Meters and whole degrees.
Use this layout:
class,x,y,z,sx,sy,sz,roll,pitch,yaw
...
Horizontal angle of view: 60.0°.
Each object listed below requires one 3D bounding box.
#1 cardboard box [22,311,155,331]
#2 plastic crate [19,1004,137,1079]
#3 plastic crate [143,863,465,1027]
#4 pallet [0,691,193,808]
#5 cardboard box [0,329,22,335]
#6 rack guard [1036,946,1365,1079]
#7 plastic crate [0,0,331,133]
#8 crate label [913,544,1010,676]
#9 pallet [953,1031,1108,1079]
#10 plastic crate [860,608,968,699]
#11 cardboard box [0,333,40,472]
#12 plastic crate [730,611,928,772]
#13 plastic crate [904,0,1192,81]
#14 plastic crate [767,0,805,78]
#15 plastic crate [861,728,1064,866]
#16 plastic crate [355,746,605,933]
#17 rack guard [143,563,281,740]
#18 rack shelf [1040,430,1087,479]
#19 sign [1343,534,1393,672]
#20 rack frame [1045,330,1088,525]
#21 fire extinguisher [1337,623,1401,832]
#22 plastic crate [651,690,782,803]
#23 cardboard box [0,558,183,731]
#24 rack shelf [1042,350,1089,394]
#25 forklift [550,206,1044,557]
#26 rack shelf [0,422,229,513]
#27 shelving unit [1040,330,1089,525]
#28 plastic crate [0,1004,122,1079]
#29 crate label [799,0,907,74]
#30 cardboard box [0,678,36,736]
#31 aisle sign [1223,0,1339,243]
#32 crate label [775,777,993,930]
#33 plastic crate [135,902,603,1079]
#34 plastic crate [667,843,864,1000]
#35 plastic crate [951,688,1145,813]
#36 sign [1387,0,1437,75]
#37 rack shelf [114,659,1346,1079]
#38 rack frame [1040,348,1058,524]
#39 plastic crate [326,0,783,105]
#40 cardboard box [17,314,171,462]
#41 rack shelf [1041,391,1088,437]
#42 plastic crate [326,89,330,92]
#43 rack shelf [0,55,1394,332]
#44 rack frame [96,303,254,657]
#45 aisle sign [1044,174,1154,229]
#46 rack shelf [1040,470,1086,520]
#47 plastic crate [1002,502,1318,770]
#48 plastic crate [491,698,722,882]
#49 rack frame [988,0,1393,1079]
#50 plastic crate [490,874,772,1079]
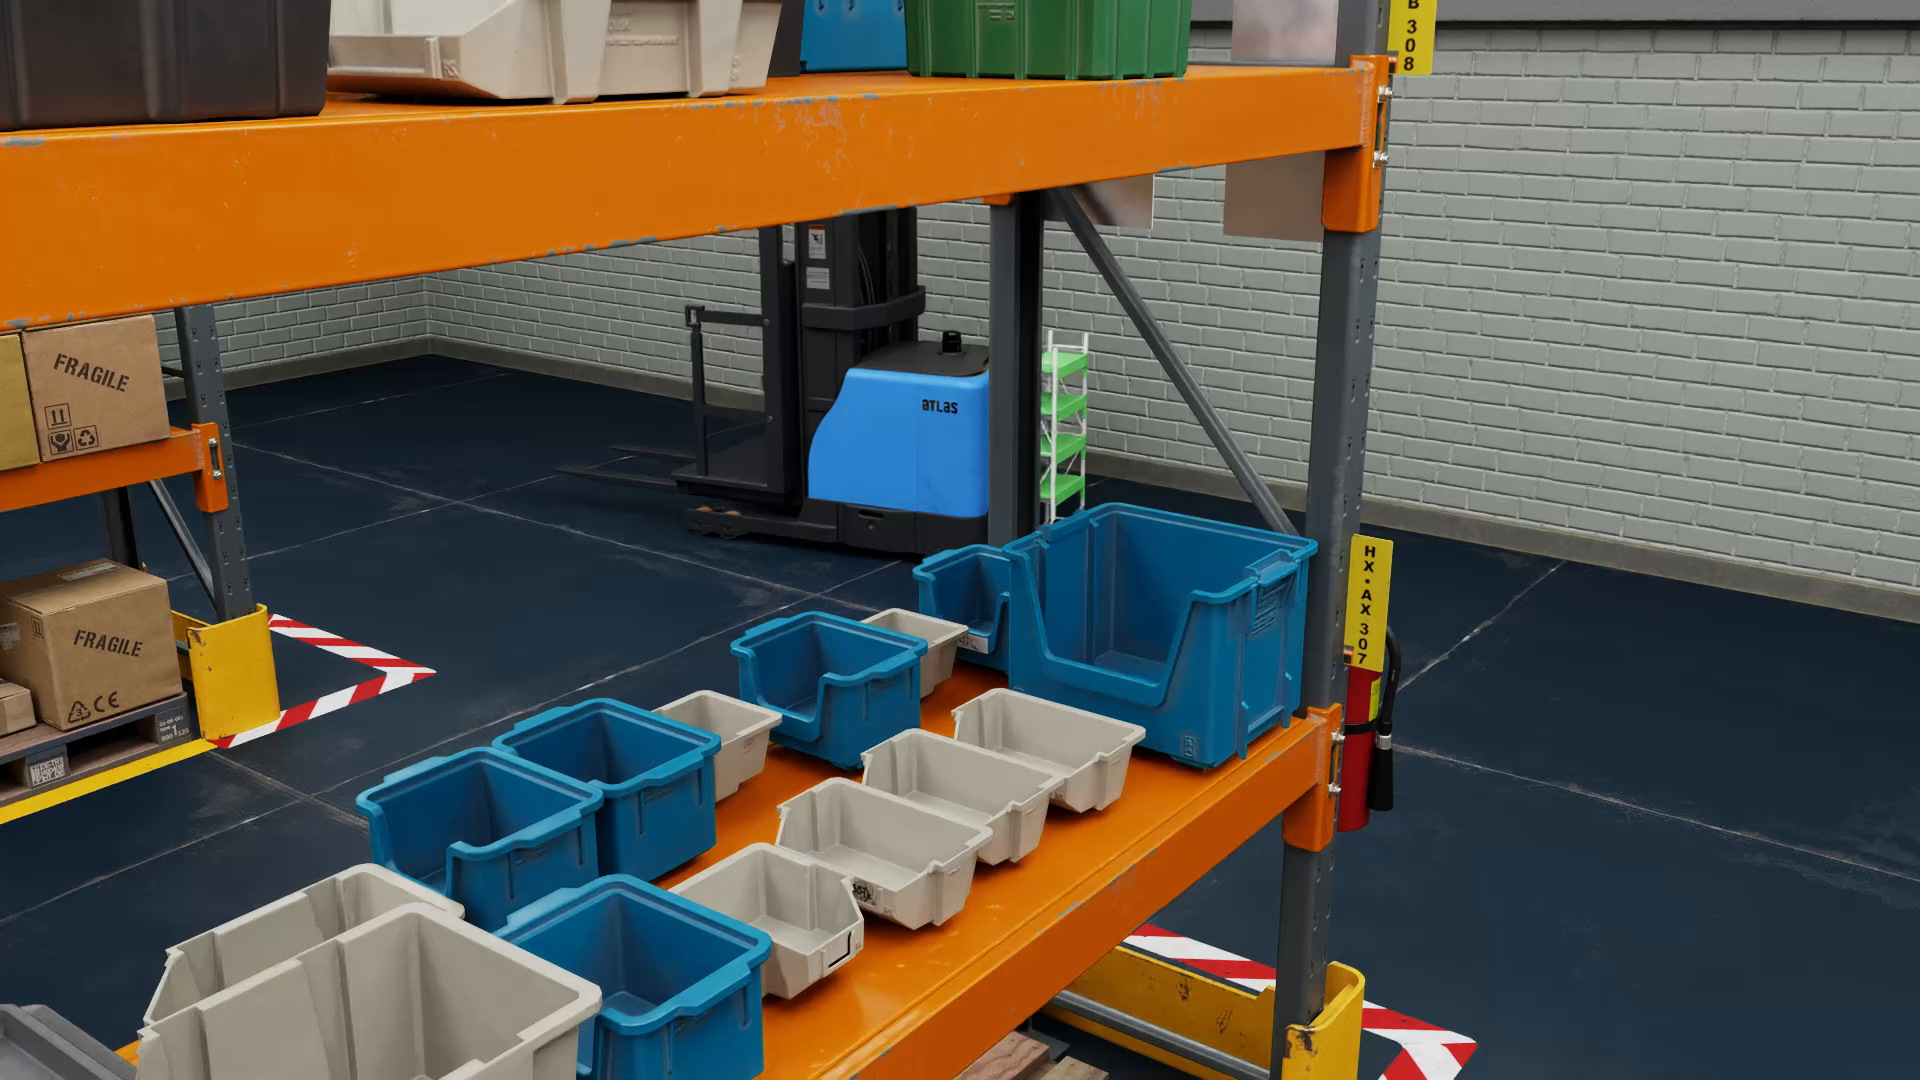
class,x,y,z,sx,sy,sz,roll,pitch,yaw
cardboard box,-3.509,-1.112,6.414,0.500,0.500,0.500,12,21,34
plastic crate,-1.421,0.876,2.228,0.437,0.125,0.590,12,21,35
plastic crate,-1.076,0.717,2.722,0.293,0.136,0.466,12,21,35
pallet,-3.984,0.798,6.818,1.003,0.211,1.213,12,21,35
cardboard box,-3.810,-0.992,6.026,0.500,0.500,0.500,13,22,36
rack guard,0.515,1.320,4.650,1.175,0.500,0.348,12,21,35
plastic crate,-0.912,-0.530,1.556,0.497,0.269,0.590,12,21,35
crate label,0.099,0.186,4.267,0.416,0.233,0.303,12,21,35
pallet,-0.012,1.656,4.056,1.003,0.211,1.213,12,21,35
plastic crate,-0.158,0.294,4.082,0.250,0.136,0.298,12,21,35
cardboard box,-3.819,-0.511,6.161,0.500,0.500,0.500,13,21,35
plastic crate,-0.293,0.343,3.762,0.416,0.233,0.300,12,21,35
plastic crate,0.153,-0.912,2.921,0.450,0.188,0.336,12,21,35
plastic crate,-0.620,-0.953,2.802,0.504,0.338,0.767,12,21,35
plastic crate,-0.014,0.524,3.341,0.396,0.136,0.243,12,21,35
plastic crate,-0.864,0.571,3.027,0.416,0.233,0.300,12,21,35
rack guard,-3.510,0.470,7.387,1.175,0.500,0.348,12,21,35
rack shelf,0.521,-0.492,9.522,0.258,0.148,0.480,8,19,23
sign,0.962,0.150,3.928,0.100,0.325,0.005,12,21,35
rack frame,0.621,-0.619,9.715,0.240,1.200,0.015,8,19,23
fire extinguisher,0.966,0.394,4.177,0.296,0.674,0.183,12,21,35
plastic crate,-0.562,0.456,3.562,0.250,0.136,0.298,12,21,35
cardboard box,-3.591,0.415,6.823,0.500,0.500,0.500,12,21,35
rack shelf,0.521,-0.951,9.379,0.258,0.148,0.480,8,19,23
forklift,-1.060,-1.538,9.753,3.031,2.935,1.130,8,19,23
rack shelf,-4.657,0.078,5.647,1.077,0.370,4.000,12,21,35
shelving unit,0.521,-0.553,9.503,0.258,1.200,0.503,8,19,23
plastic crate,-1.139,0.860,1.709,0.402,0.464,0.583,12,21,35
crate label,-0.298,-1.064,3.306,0.408,0.251,0.502,12,21,35
cardboard box,-3.905,0.655,6.613,0.380,0.166,0.250,12,21,35
aisle sign,0.789,-1.072,3.756,0.394,0.787,0.004,12,21,35
crate label,-0.160,0.595,3.113,0.396,0.136,0.243,12,21,35
plastic crate,-0.815,0.784,2.260,0.437,0.282,0.530,12,21,35
plastic crate,-0.322,0.669,2.876,0.298,0.136,0.250,12,21,35
plastic crate,0.170,0.458,3.555,0.396,0.136,0.243,12,21,35
sign,0.962,-1.155,3.523,0.100,0.325,0.005,12,21,35
rack shelf,-0.681,0.954,2.826,1.077,0.370,4.000,12,21,35
rack frame,0.421,-0.487,9.290,0.240,1.200,0.015,8,19,23
plastic crate,-0.521,-0.636,2.121,0.437,0.136,0.530,12,21,35
cardboard box,-3.513,-0.635,6.561,0.500,0.500,0.500,13,22,36
rack shelf,0.521,-0.722,9.450,0.258,0.148,0.480,8,19,23
plastic crate,-1.057,-0.768,2.302,0.437,0.282,0.530,12,21,35
rack shelf,-0.681,-0.478,2.381,1.077,0.370,4.000,12,21,35
rack frame,-3.465,-0.742,7.075,1.000,3.000,0.127,12,21,35
aisle sign,0.315,-1.177,4.092,0.394,0.787,0.004,12,21,35
rack shelf,0.521,-0.263,9.593,0.258,0.148,0.480,8,19,23
plastic crate,0.461,0.202,3.876,0.616,0.435,0.499,12,21,35
plastic crate,-0.685,0.500,3.257,0.416,0.233,0.300,12,21,35
rack frame,0.511,0.134,4.253,1.000,3.000,0.127,12,21,35
plastic crate,-0.507,0.720,2.548,0.416,0.233,0.300,12,21,35
